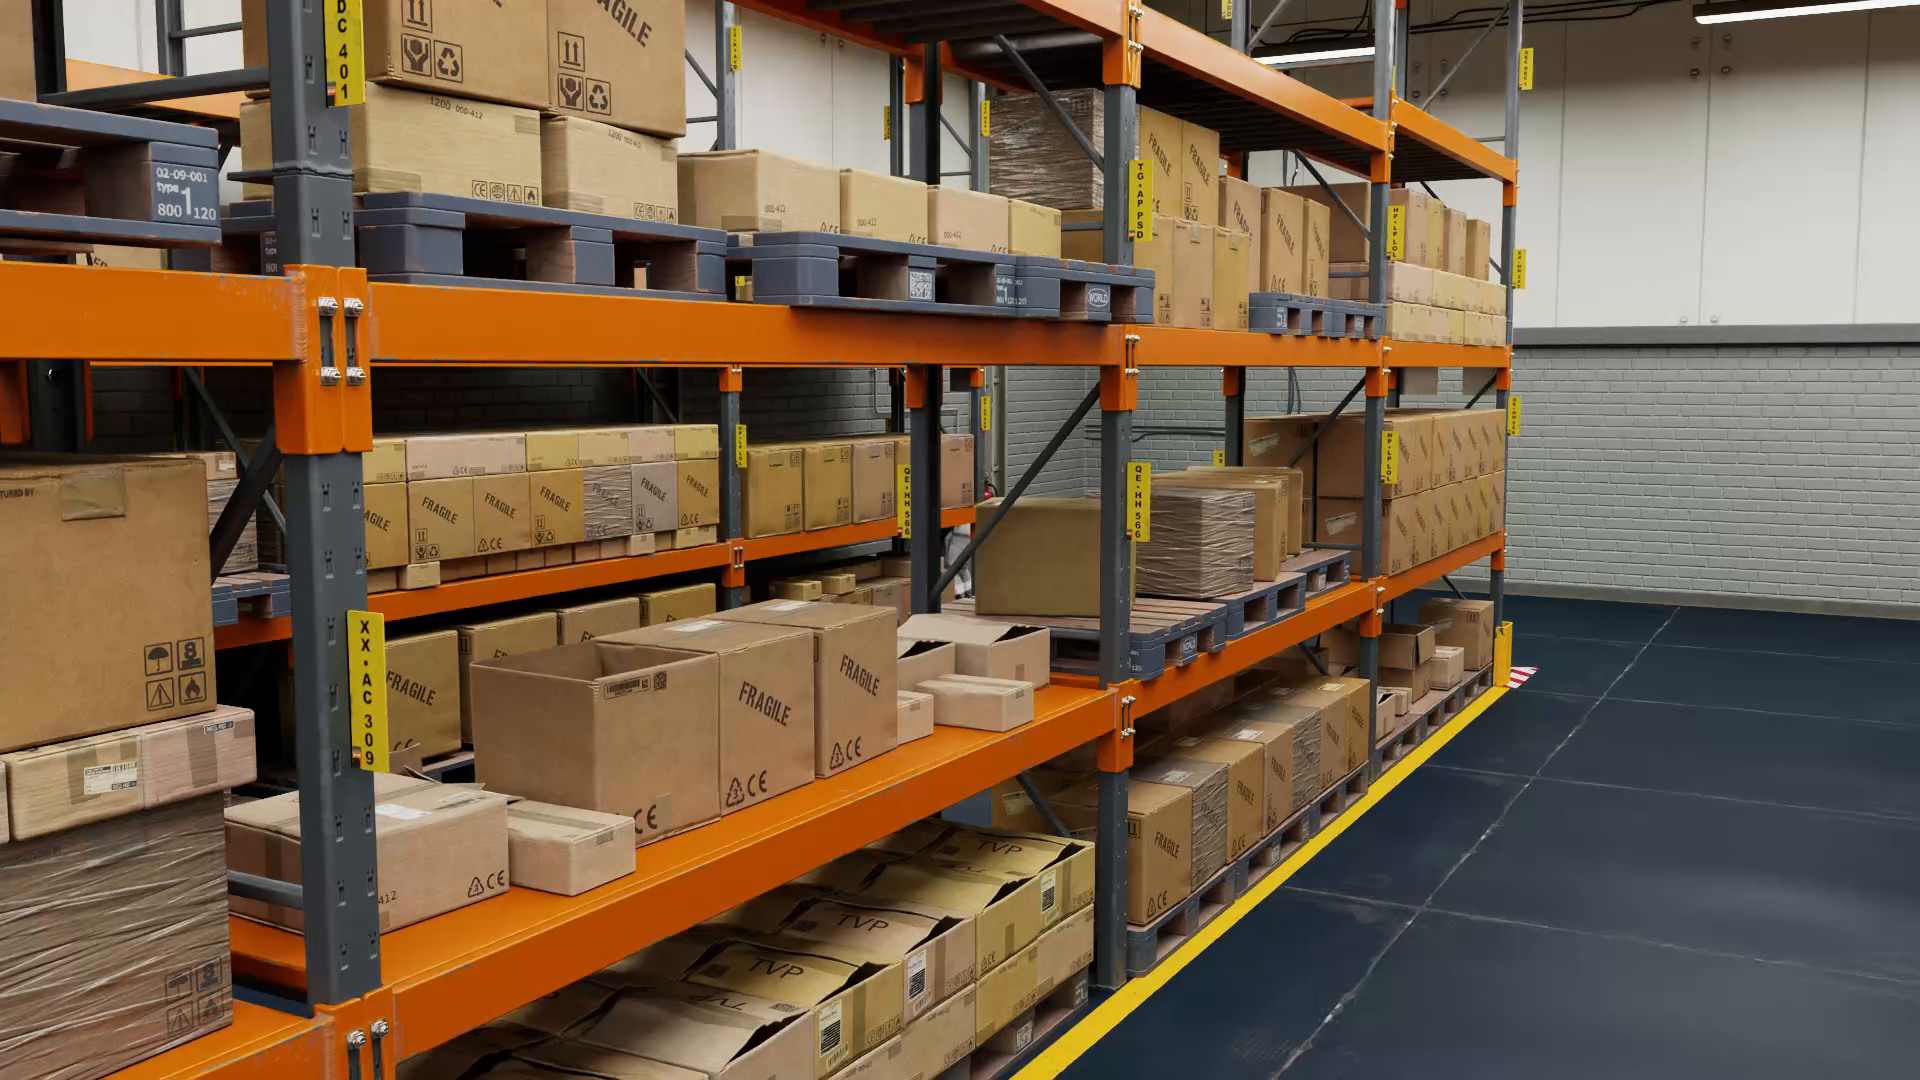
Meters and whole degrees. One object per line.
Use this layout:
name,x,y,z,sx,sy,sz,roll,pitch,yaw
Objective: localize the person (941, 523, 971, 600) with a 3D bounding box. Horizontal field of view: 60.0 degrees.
person,-0.159,0.047,17.776,0.823,1.526,0.497,3,6,25
